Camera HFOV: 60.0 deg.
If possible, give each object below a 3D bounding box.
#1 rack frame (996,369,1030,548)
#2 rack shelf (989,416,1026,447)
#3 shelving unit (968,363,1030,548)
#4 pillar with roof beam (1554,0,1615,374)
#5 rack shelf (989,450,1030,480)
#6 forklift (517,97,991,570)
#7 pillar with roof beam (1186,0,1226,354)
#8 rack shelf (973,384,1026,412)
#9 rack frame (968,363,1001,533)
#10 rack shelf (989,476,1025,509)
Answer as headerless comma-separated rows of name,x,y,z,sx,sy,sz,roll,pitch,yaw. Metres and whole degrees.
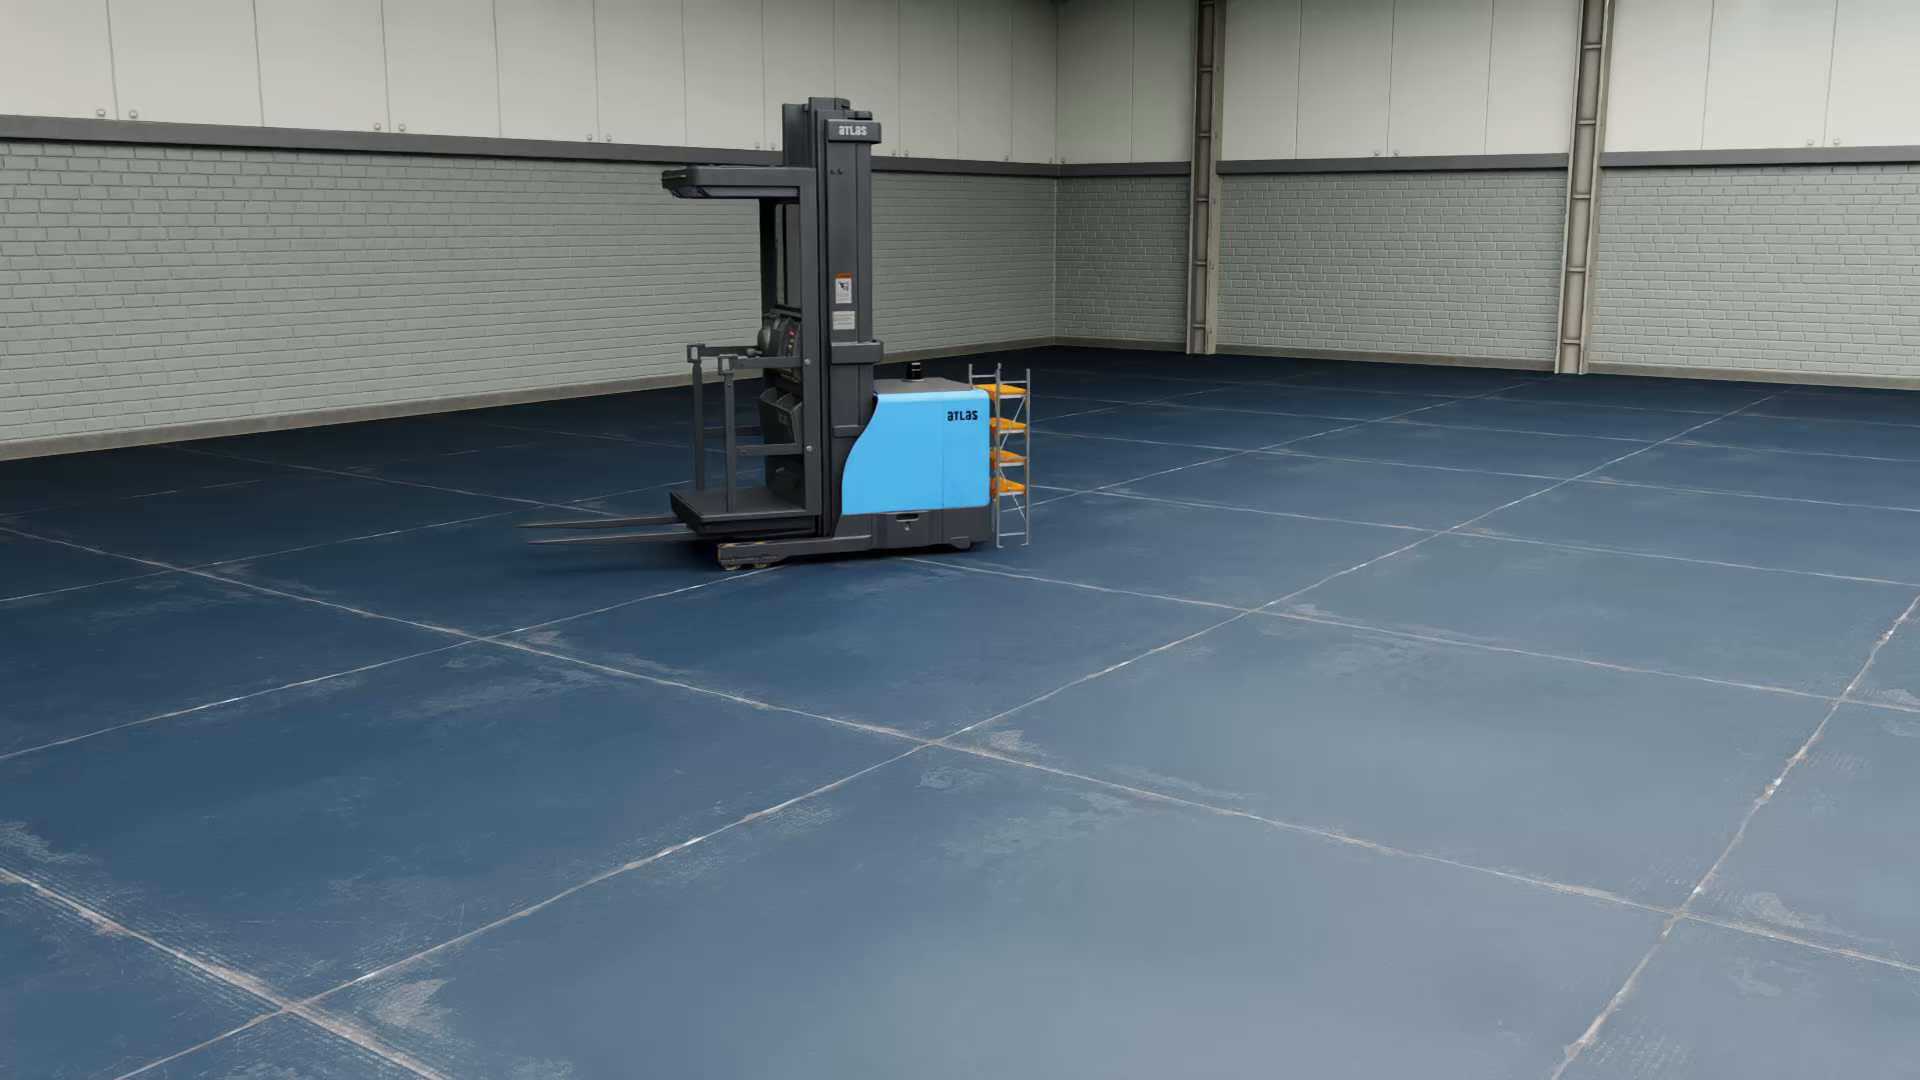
rack frame,0.355,-0.548,11.202,0.240,1.200,0.015,-4,12,-22
rack shelf,0.263,-0.744,11.394,0.258,0.148,0.480,-4,12,-22
shelving unit,0.263,-0.591,11.424,0.258,1.200,0.503,-4,12,-22
pillar with roof beam,6.272,-6.170,19.732,0.400,9.000,9.100,8,13,36
rack shelf,0.263,-0.525,11.437,0.258,0.148,0.480,-4,12,-22
forklift,-1.362,-1.361,10.846,3.031,2.935,1.130,-4,12,-20
pillar with roof beam,1.436,-6.845,23.219,0.400,9.000,9.100,8,13,36
rack shelf,0.263,-0.976,11.349,0.258,0.148,0.480,-4,12,-22
rack frame,0.172,-0.634,11.646,0.240,1.200,0.015,-4,12,-22
rack shelf,0.263,-0.330,11.474,0.258,0.148,0.480,-4,12,-22
